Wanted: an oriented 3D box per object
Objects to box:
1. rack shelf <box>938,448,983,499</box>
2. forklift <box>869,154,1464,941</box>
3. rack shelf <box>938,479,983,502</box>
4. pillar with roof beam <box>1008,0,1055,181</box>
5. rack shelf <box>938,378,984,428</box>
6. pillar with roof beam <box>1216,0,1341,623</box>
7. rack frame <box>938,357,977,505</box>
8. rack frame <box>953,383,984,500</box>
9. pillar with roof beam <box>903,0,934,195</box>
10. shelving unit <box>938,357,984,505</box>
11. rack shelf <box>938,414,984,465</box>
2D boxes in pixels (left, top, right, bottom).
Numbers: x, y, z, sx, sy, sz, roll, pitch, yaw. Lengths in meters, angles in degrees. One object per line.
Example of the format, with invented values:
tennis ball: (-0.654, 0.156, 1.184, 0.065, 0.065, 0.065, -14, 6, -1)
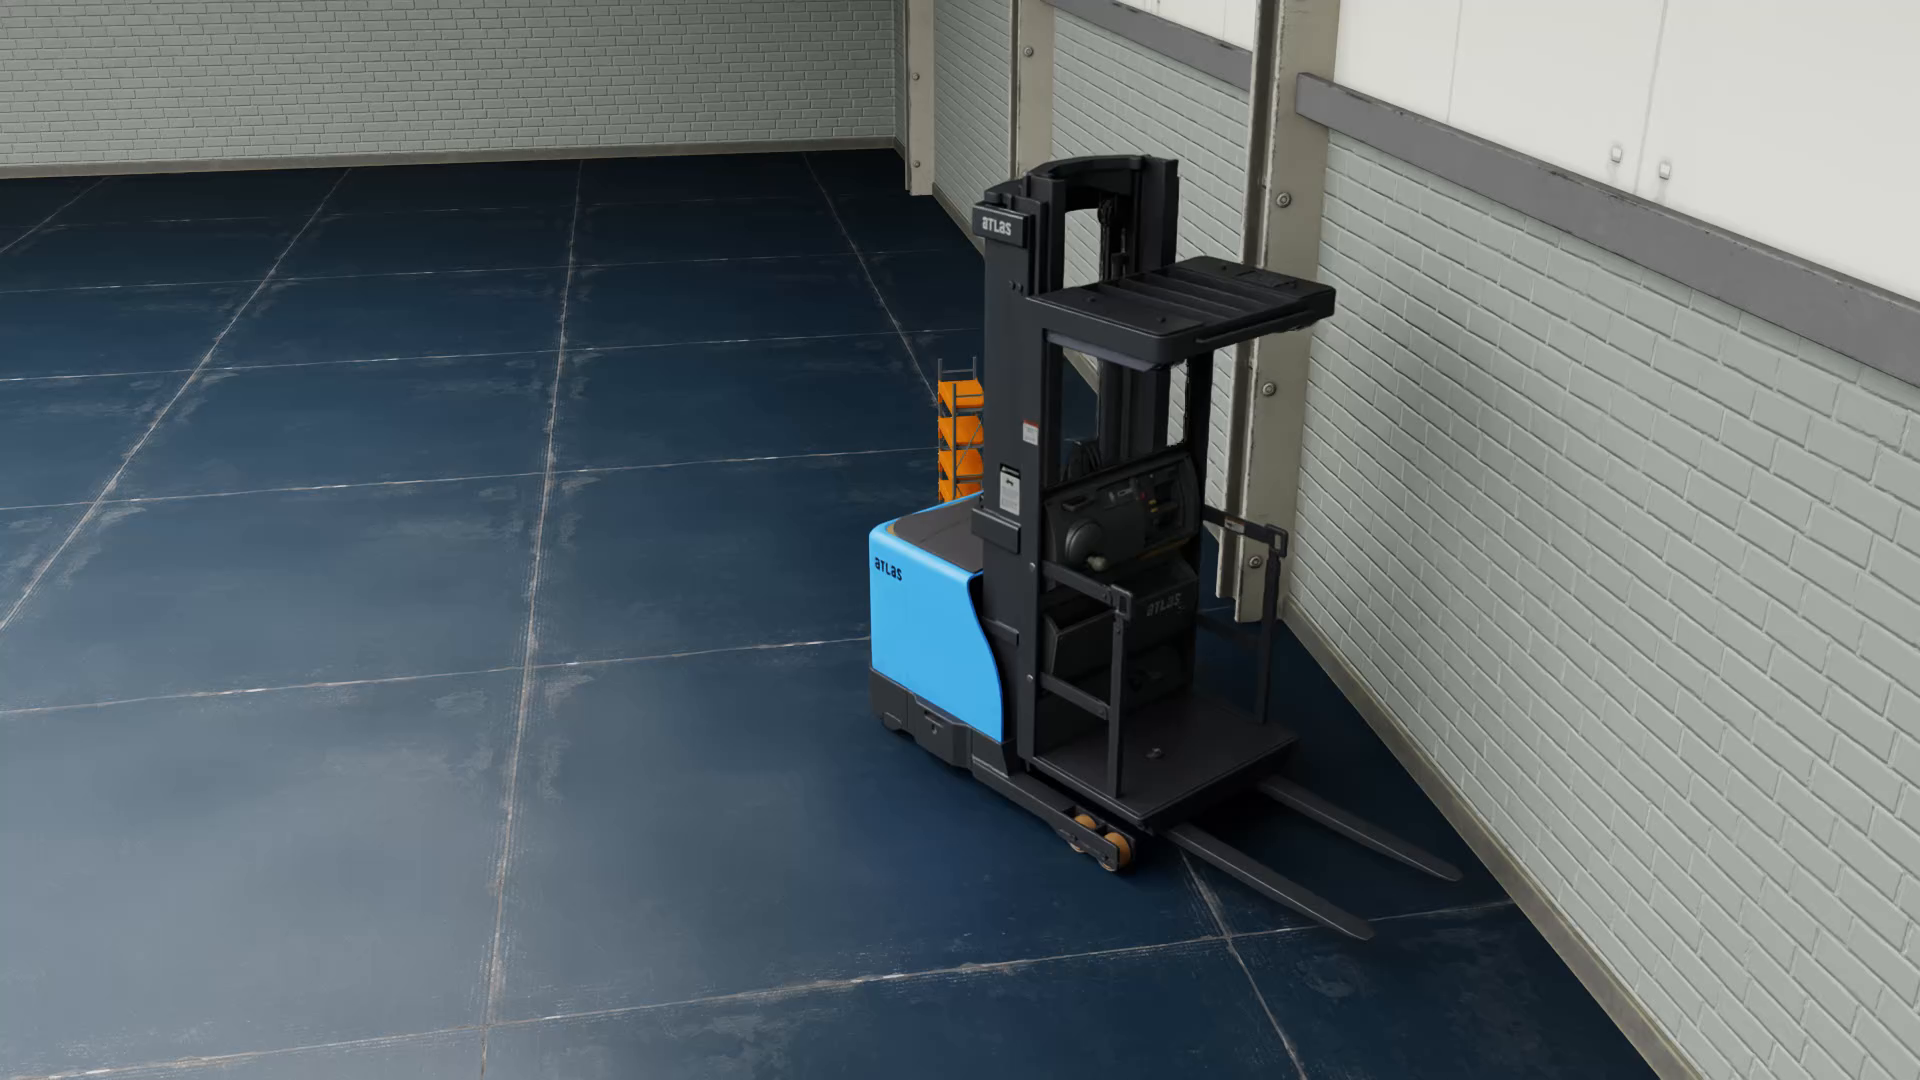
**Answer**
rack shelf: (0.031, -0.423, 10.388, 0.258, 0.148, 0.480, -4, 24, -10)
forklift: (0.875, -0.102, 7.322, 1.130, 2.935, 3.031, -19, 30, -37)
rack shelf: (0.031, -0.241, 10.467, 0.258, 0.148, 0.480, -4, 24, -10)
pillar with roof beam: (-3.615, -5.774, 12.726, 9.100, 9.000, 0.400, -4, 24, -10)
rack shelf: (0.031, -0.845, 10.204, 0.258, 0.148, 0.480, -4, 24, -10)
pillar with roof beam: (-2.506, -3.414, 7.323, 9.100, 9.000, 0.400, -4, 24, -10)
rack frame: (-0.015, -0.581, 10.581, 0.240, 1.200, 0.015, -4, 24, -10)
rack frame: (0.076, -0.389, 10.141, 0.240, 1.200, 0.015, -4, 24, -10)
pillar with roof beam: (-4.725, -8.134, 18.130, 9.100, 9.000, 0.400, -4, 24, -10)
shelving unit: (0.031, -0.485, 10.361, 0.258, 1.200, 0.503, -4, 24, -10)
rack shelf: (0.031, -0.628, 10.298, 0.258, 0.148, 0.480, -4, 24, -10)
